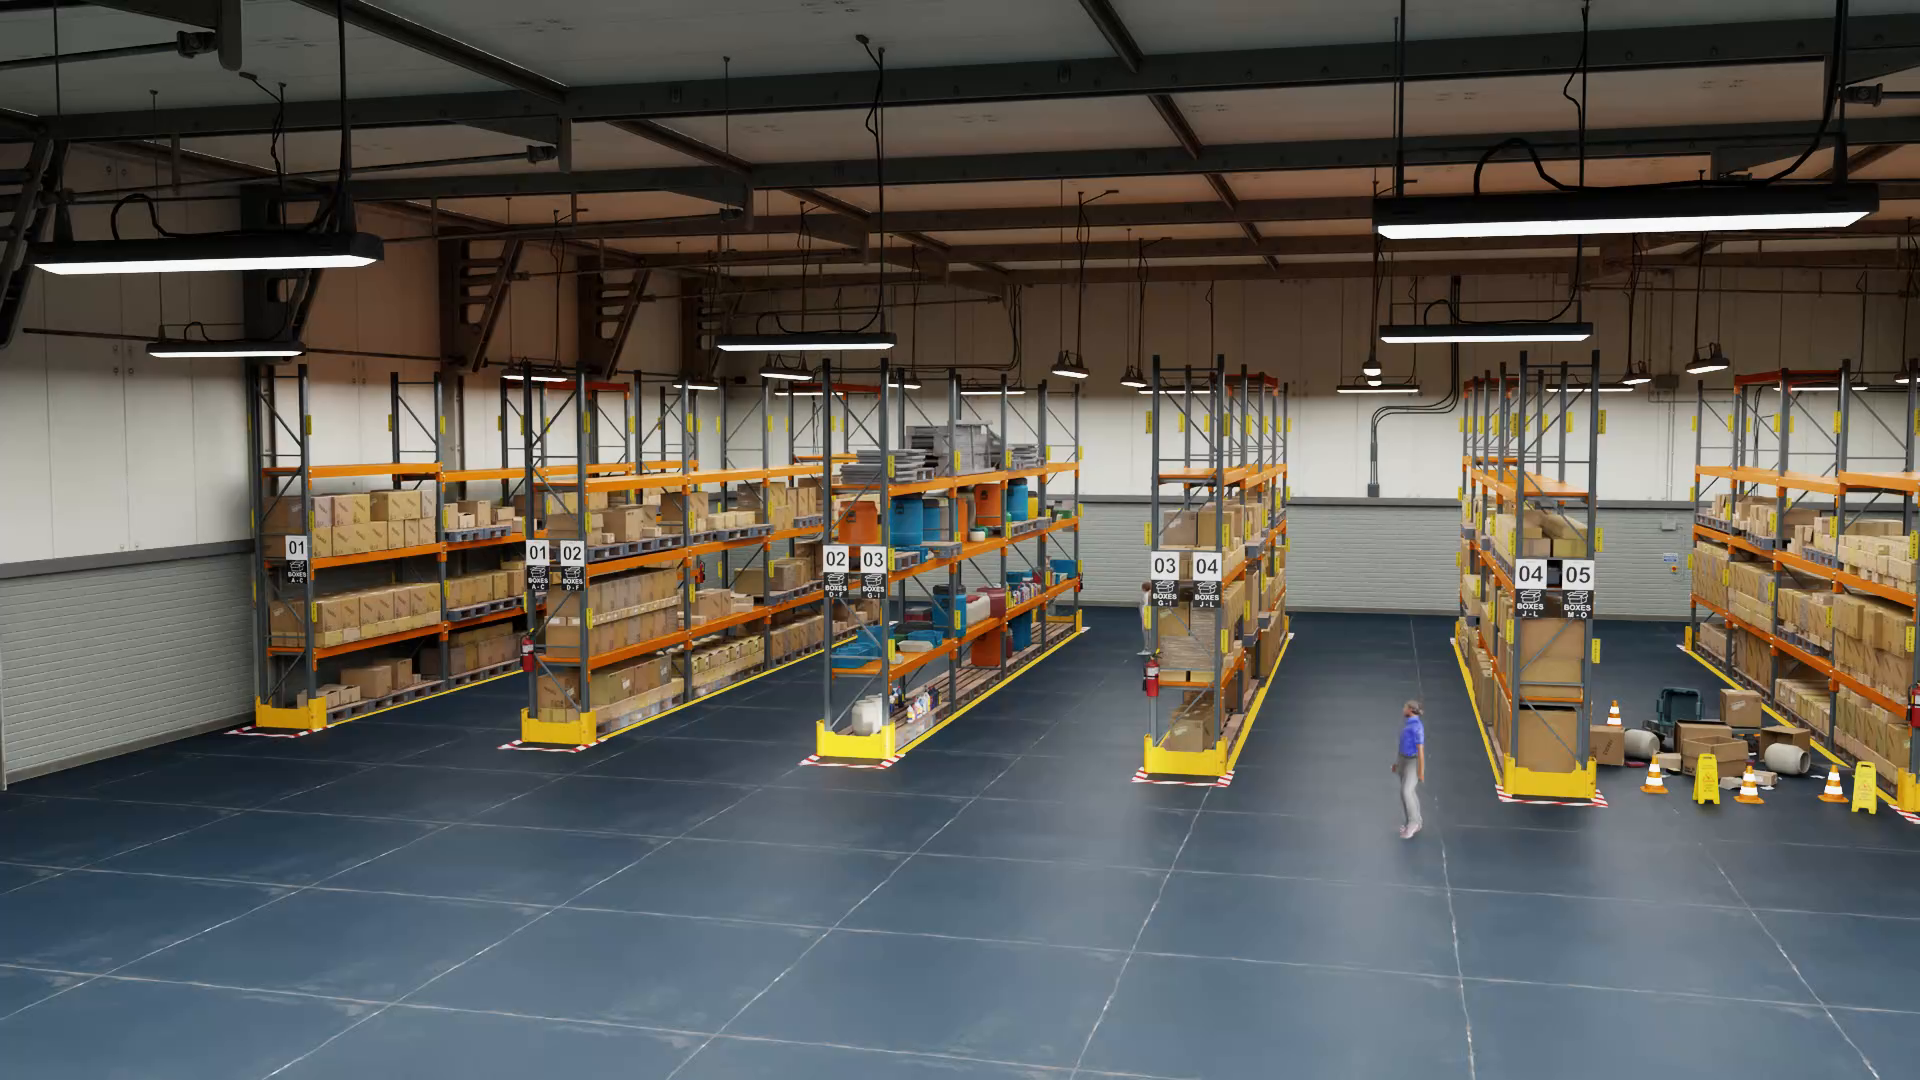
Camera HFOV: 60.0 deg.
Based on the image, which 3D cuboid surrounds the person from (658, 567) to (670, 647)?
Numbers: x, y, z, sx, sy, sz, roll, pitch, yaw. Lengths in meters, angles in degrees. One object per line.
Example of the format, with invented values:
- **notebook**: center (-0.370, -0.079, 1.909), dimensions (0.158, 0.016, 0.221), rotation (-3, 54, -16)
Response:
- **person**: center (-6.687, 1.516, 37.615), dimensions (0.601, 1.832, 0.606), rotation (1, 4, 13)

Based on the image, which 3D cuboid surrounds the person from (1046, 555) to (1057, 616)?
- **person**: center (2.294, 1.249, 42.430), dimensions (0.480, 1.708, 0.366), rotation (-1, 4, -21)

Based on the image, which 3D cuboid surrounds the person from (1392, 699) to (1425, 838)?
- **person**: center (5.493, 2.793, 20.329), dimensions (0.484, 1.698, 0.518), rotation (-2, 4, -28)

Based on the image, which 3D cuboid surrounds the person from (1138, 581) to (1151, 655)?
- **person**: center (4.058, 1.701, 36.220), dimensions (0.333, 1.608, 0.499), rotation (1, 4, 14)
